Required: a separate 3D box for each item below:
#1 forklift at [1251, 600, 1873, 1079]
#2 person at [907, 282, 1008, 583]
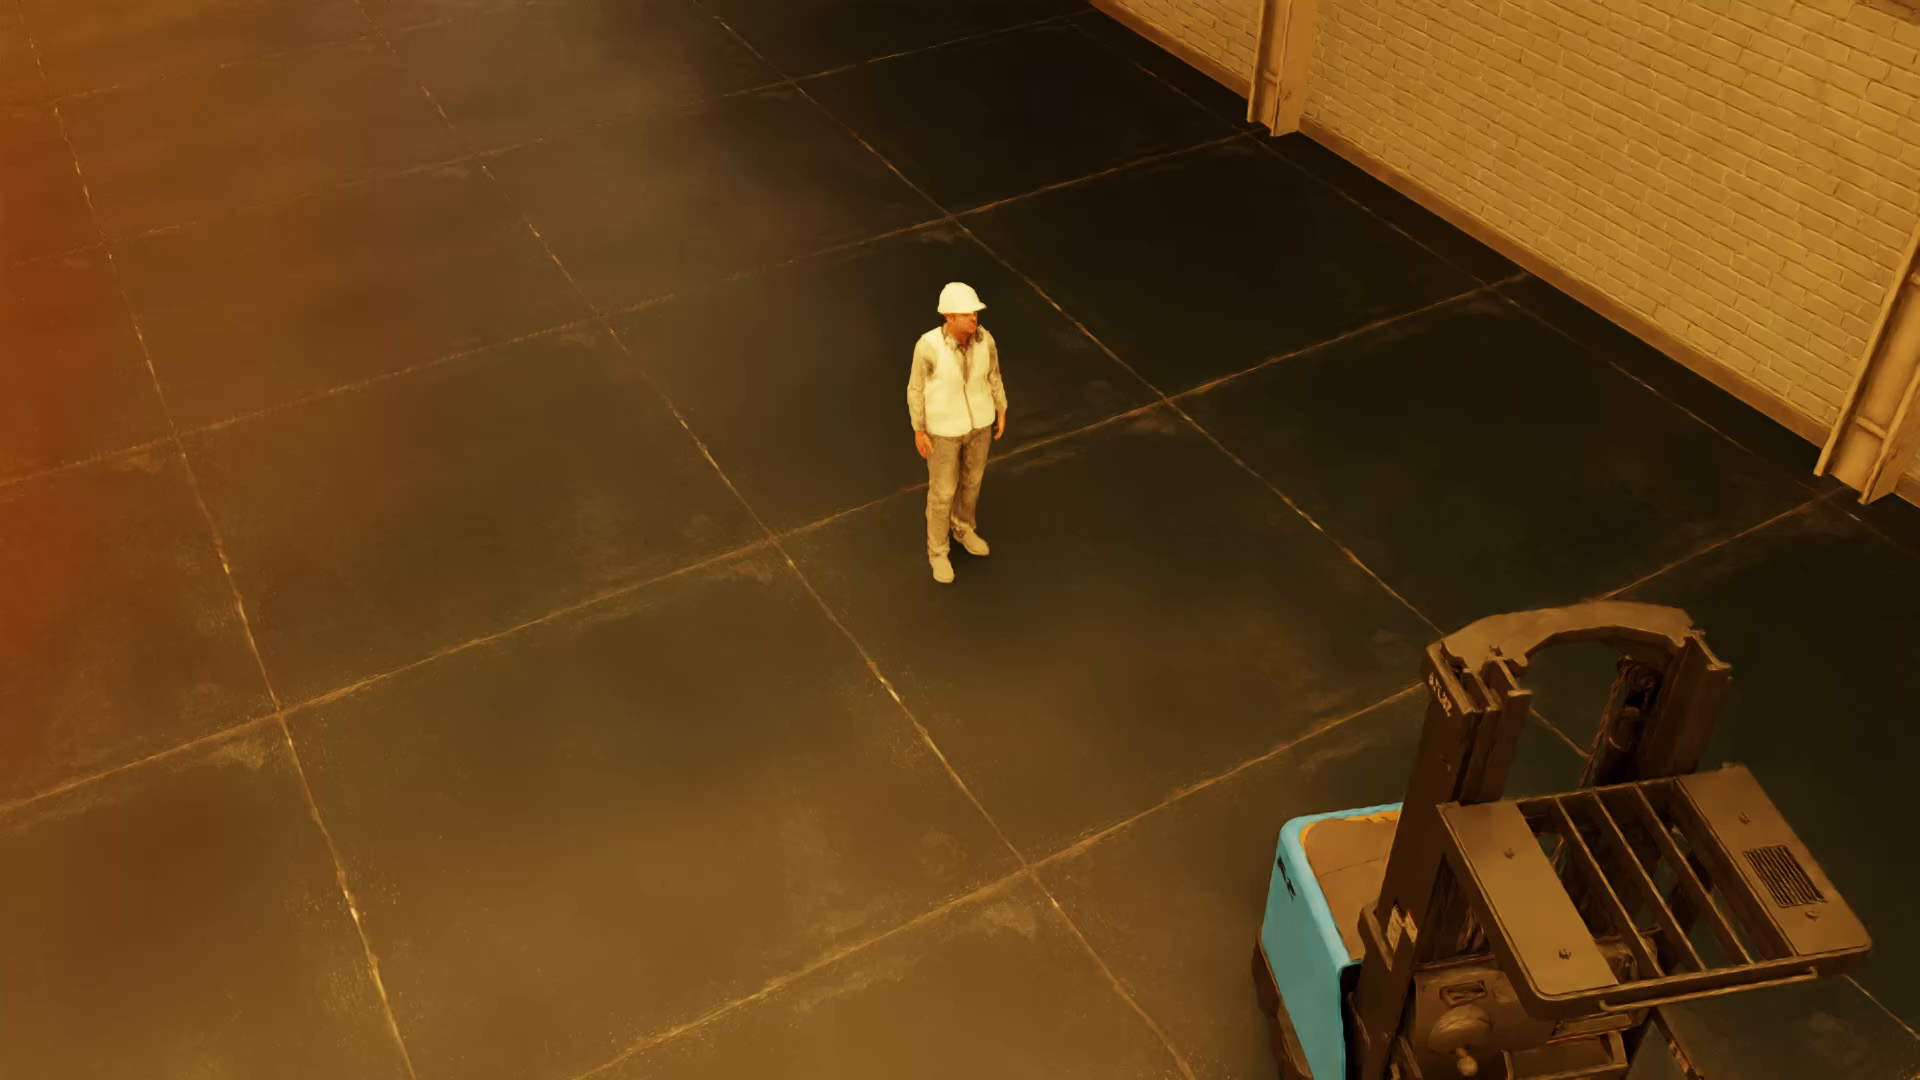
[{"bbox_3d":[2.131,1.778,5.892,1.130,2.935,3.031,-7,40,-8],"label":"forklift"},{"bbox_3d":[0.024,-0.651,9.716,0.632,1.773,0.567,-20,44,-23],"label":"person"}]
